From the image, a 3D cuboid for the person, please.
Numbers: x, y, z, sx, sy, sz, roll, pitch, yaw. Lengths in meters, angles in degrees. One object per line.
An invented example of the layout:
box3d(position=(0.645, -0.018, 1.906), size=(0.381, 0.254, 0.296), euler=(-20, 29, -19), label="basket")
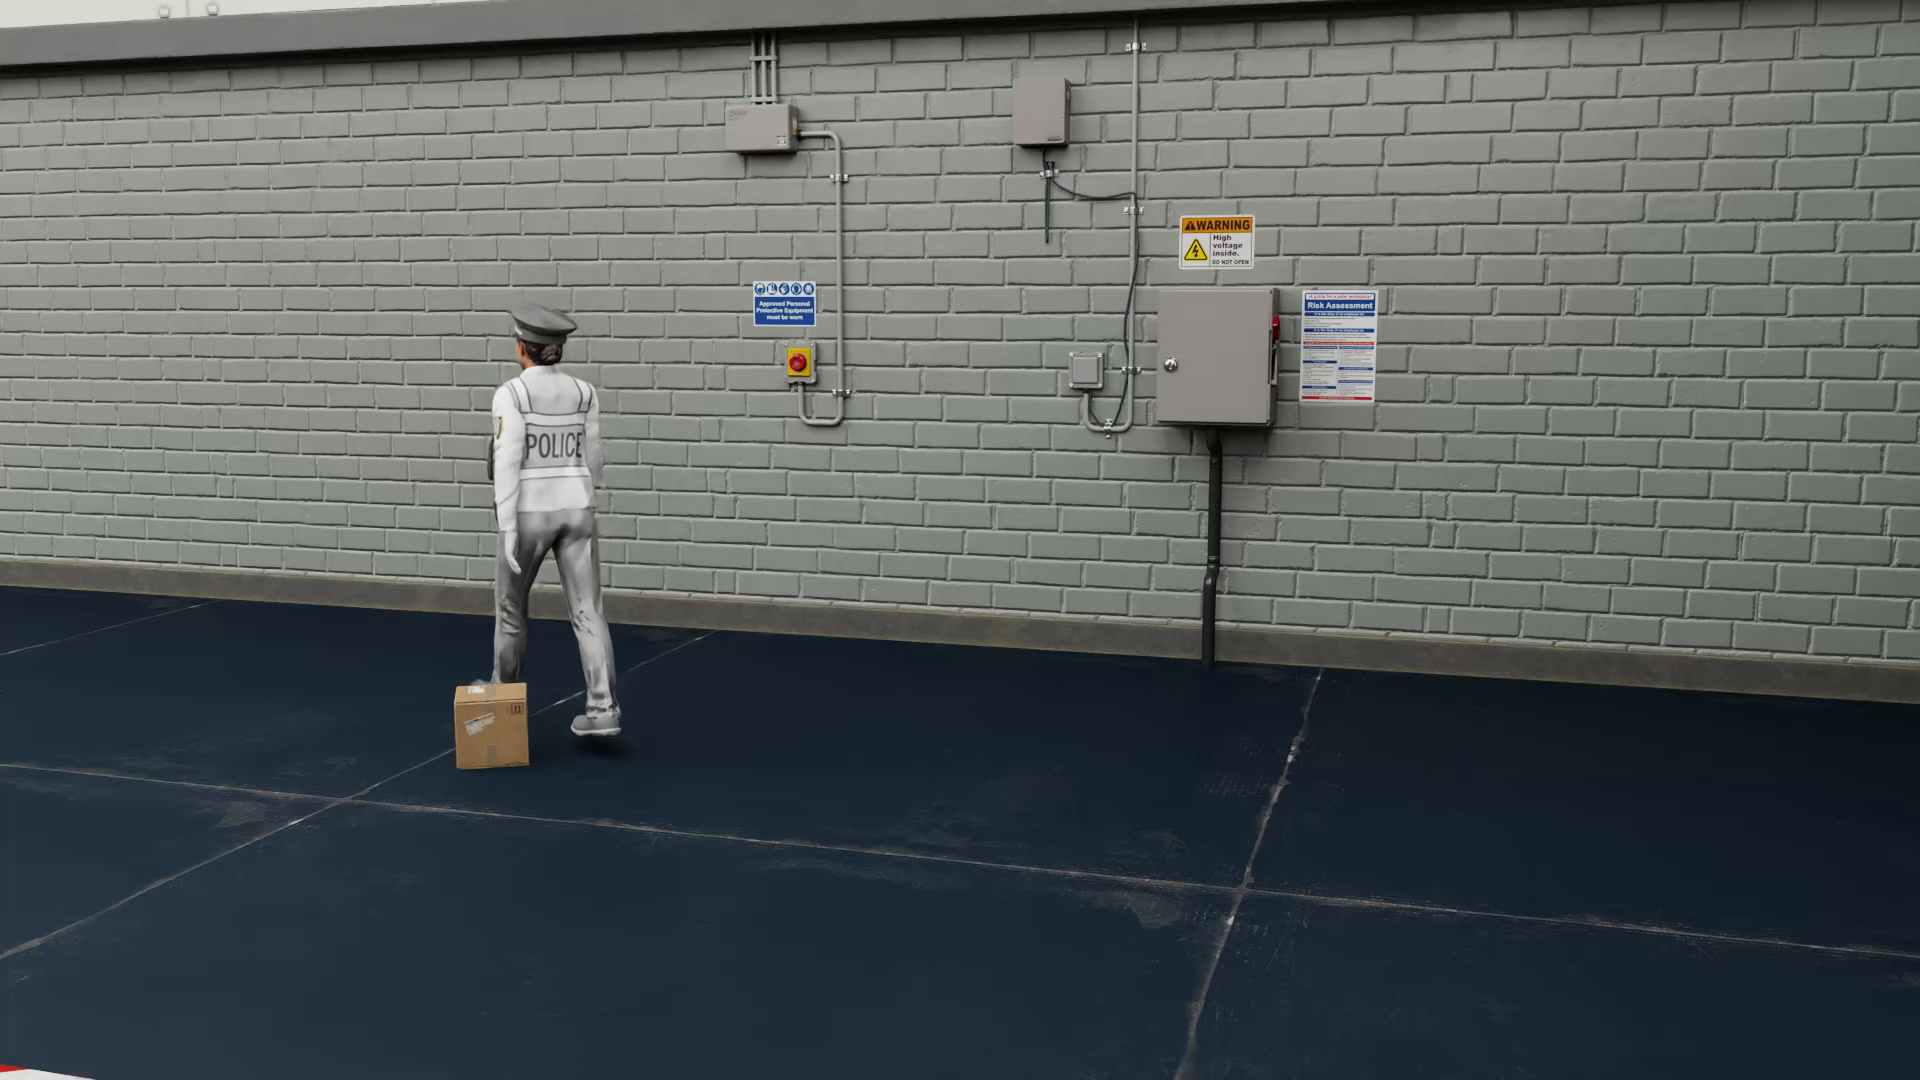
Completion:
box3d(position=(-1.590, -0.083, 6.385), size=(0.483, 1.579, 1.022), euler=(-6, 10, -35), label="person")
